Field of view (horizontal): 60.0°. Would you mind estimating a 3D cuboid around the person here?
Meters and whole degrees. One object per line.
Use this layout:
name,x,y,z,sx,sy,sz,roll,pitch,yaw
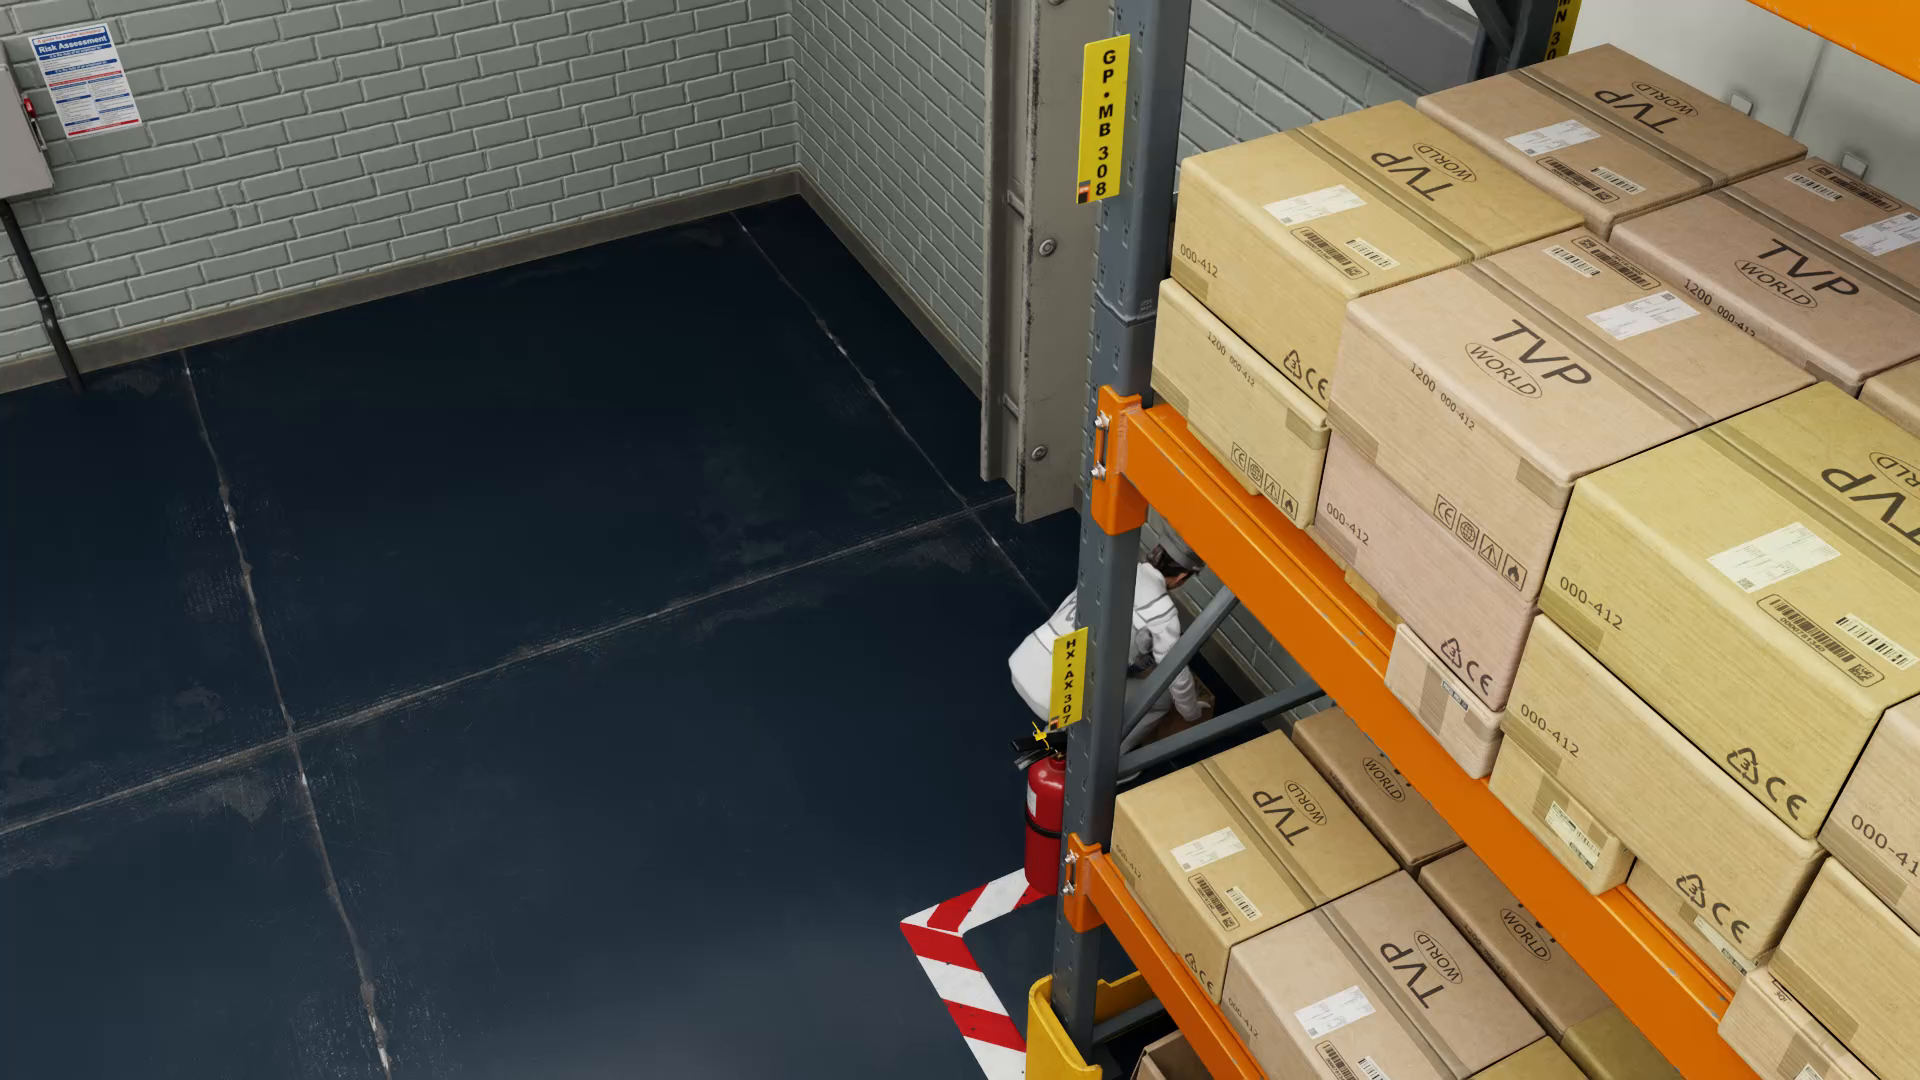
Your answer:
person,0.572,0.429,6.174,0.840,1.008,0.495,-19,45,-20
